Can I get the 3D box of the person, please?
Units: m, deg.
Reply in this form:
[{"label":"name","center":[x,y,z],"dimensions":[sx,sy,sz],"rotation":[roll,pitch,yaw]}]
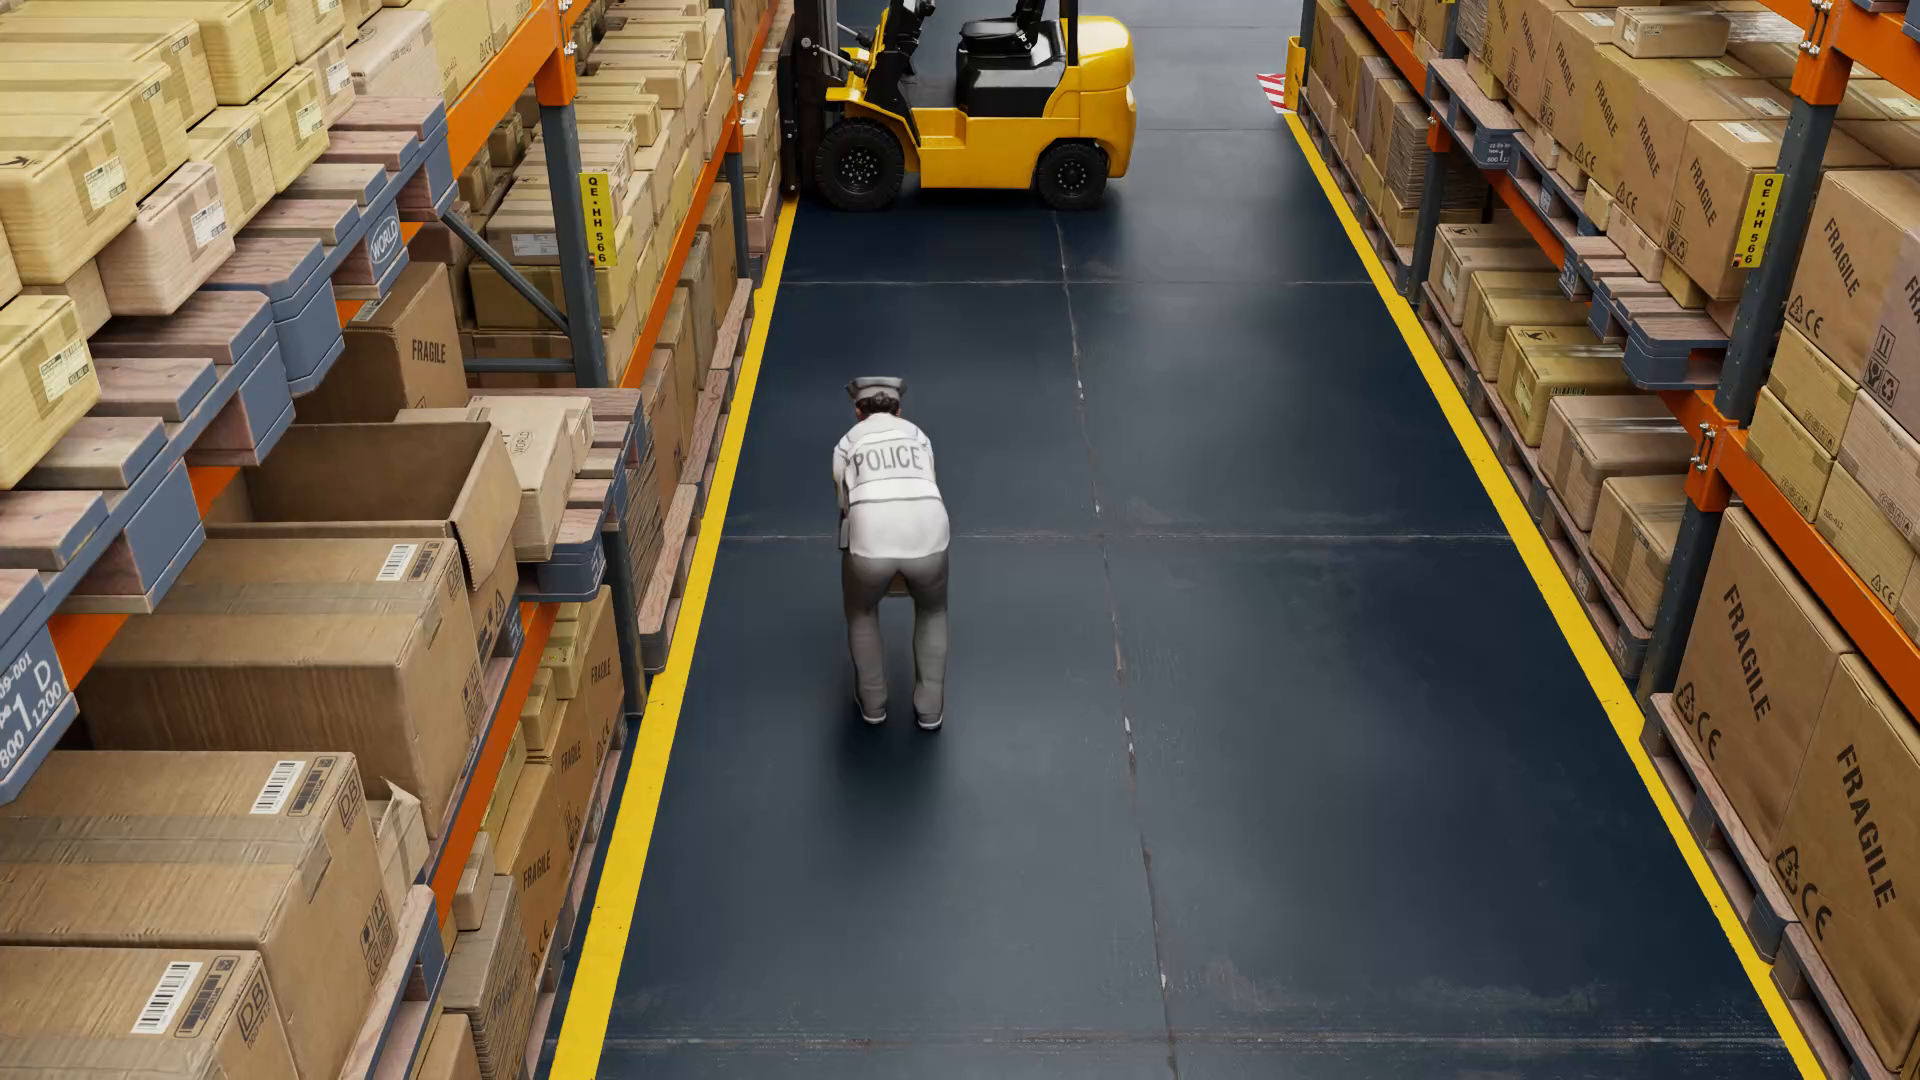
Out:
[{"label":"person","center":[-0.274,0.046,6.472],"dimensions":[0.416,1.238,0.920],"rotation":[-4,32,-6]}]
